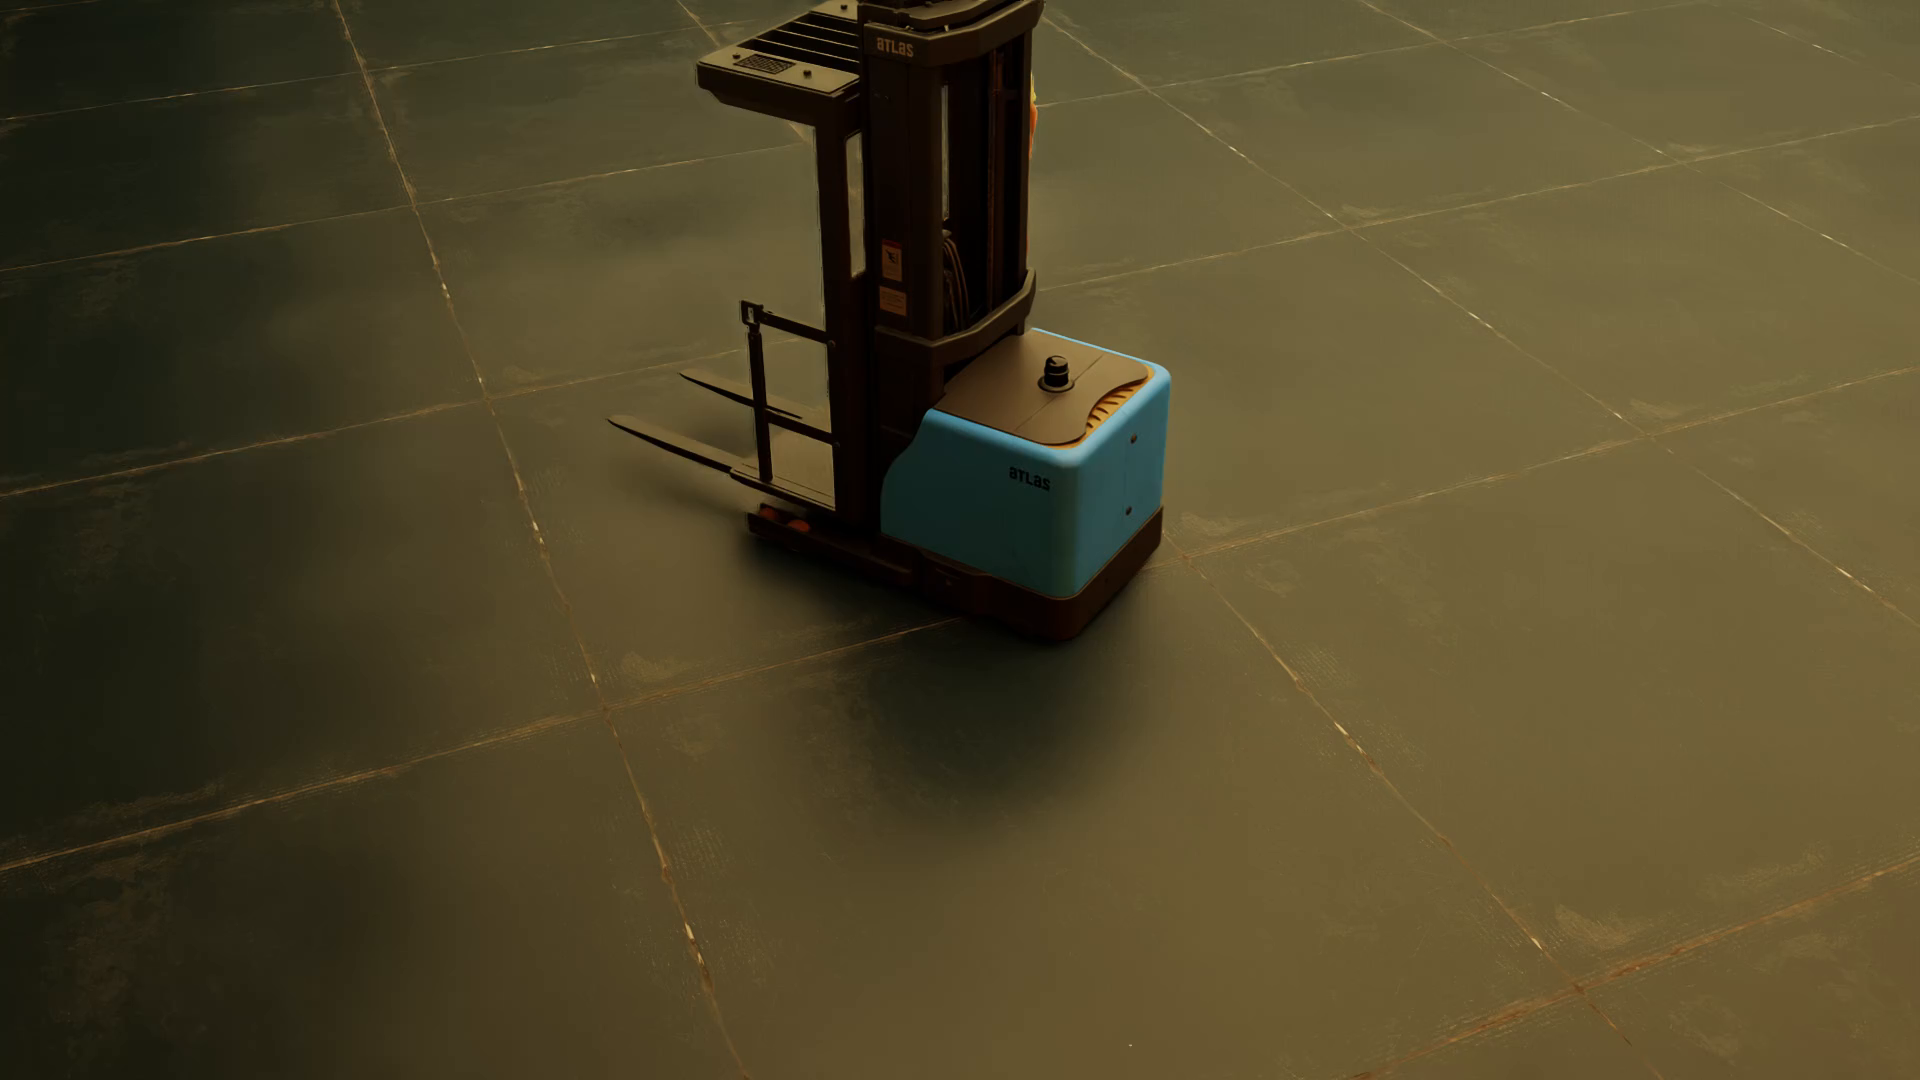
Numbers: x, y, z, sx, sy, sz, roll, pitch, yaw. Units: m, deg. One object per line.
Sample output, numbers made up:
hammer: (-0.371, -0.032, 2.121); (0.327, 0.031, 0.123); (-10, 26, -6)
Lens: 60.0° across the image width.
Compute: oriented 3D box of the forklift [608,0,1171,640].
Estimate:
forklift: (-0.493, -1.370, 8.025); (3.031, 2.935, 1.130); (20, 40, 26)

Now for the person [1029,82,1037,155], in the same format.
person: (0.212, -2.524, 10.719); (0.552, 1.675, 0.549); (-13, 37, -18)
